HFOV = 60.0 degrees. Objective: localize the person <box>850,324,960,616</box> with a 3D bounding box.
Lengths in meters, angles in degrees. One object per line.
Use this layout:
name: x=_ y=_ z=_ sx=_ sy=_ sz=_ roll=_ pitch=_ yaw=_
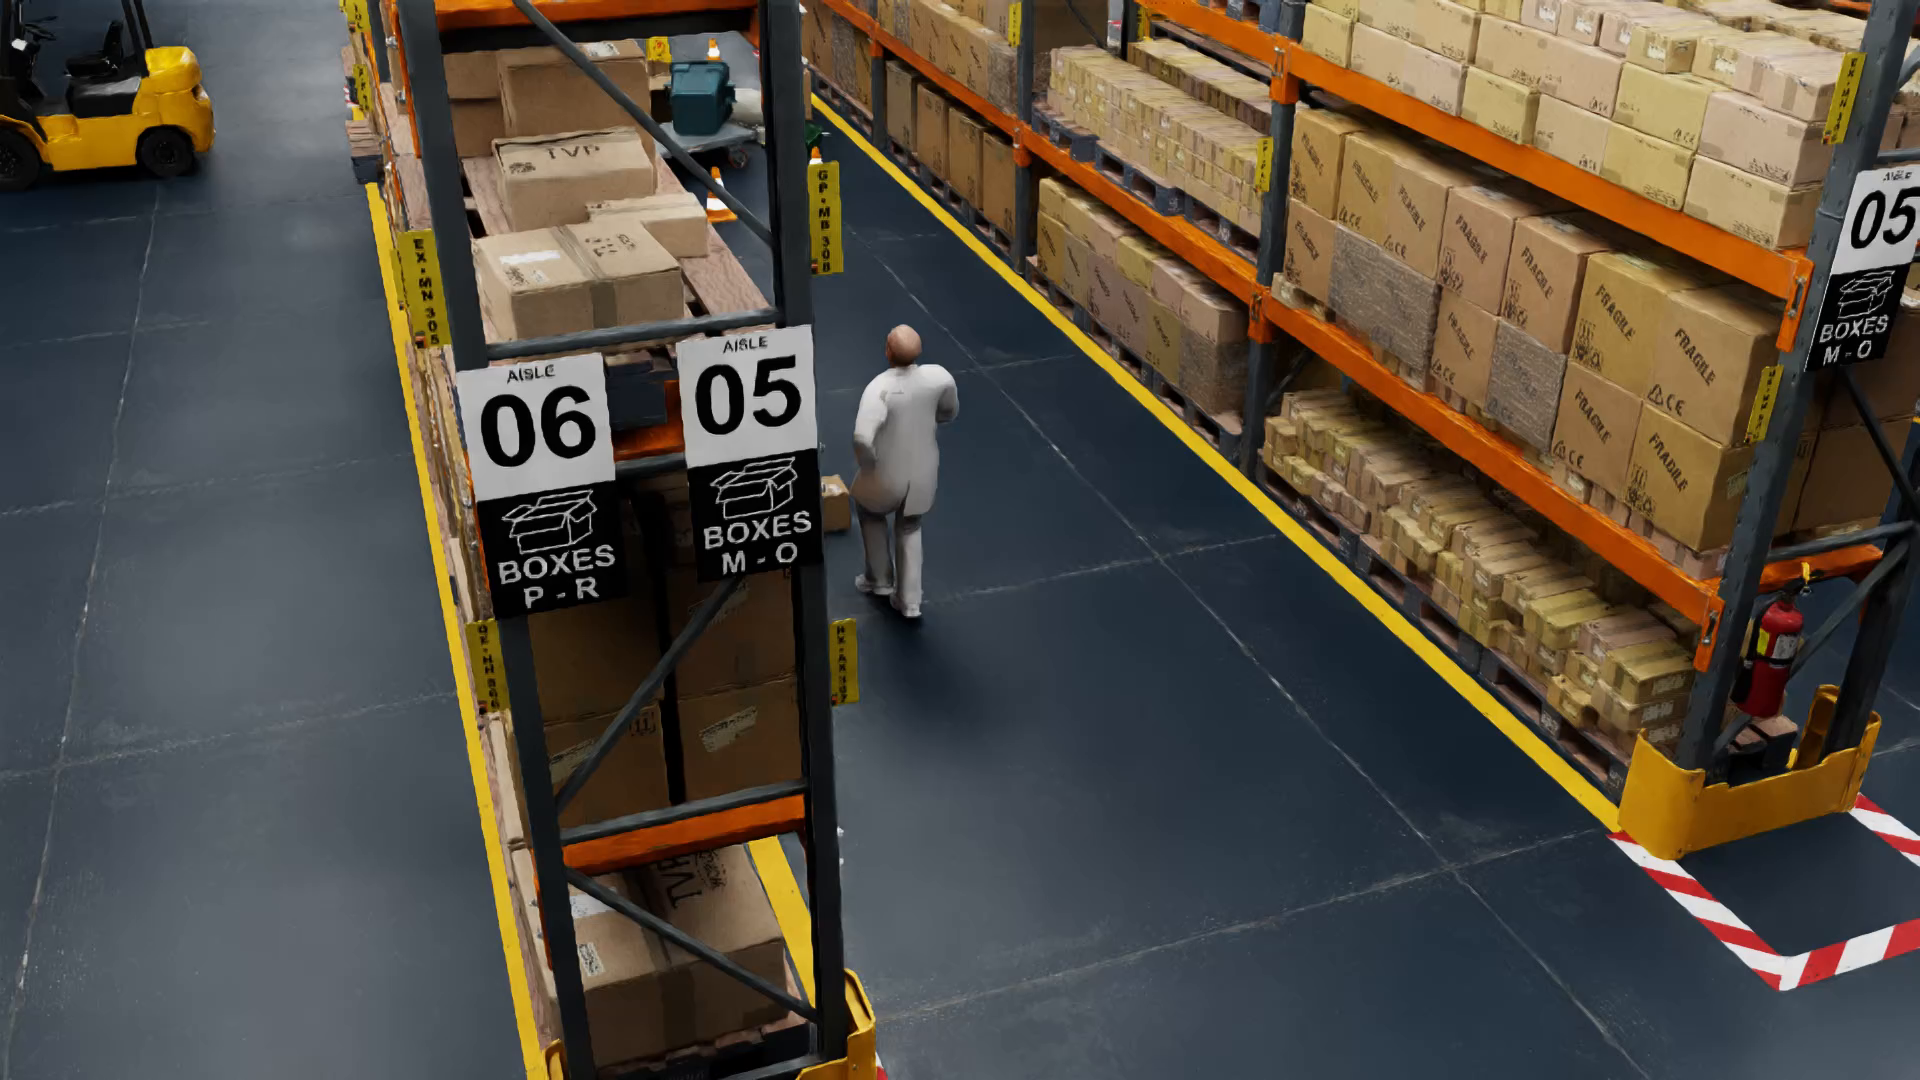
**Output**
person: x=-0.336 y=-0.383 z=9.097 sx=0.685 sy=1.777 sz=0.733 roll=-10 pitch=31 yaw=-17
